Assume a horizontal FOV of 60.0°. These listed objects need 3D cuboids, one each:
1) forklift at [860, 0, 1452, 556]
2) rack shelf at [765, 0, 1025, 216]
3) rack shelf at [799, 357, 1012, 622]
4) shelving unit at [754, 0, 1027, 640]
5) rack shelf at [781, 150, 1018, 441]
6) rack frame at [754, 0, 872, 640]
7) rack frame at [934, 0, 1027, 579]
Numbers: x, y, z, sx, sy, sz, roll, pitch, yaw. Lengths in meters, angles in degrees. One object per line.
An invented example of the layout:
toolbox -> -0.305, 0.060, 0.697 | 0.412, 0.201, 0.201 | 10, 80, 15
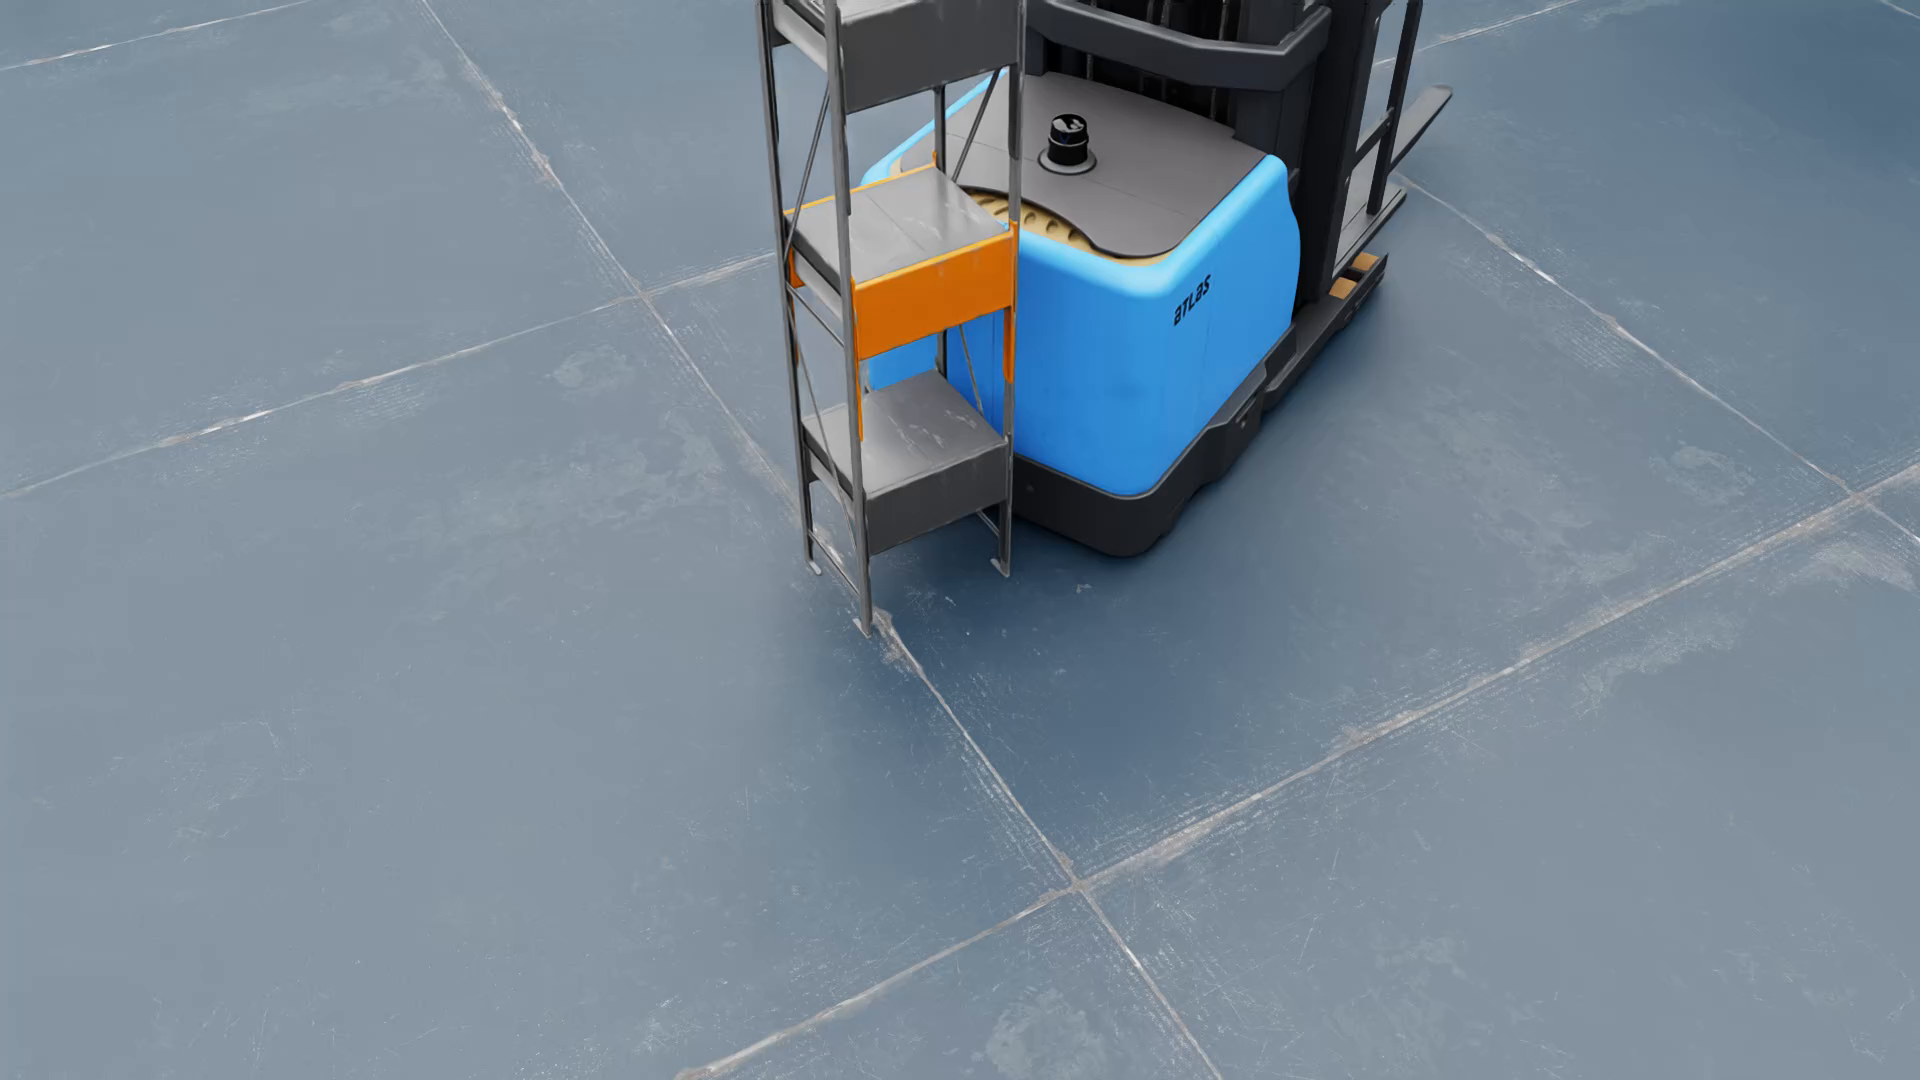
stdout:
forklift -> 0.921, -2.003, 5.209 | 1.130, 2.935, 3.031 | 24, 49, 23
rack shelf -> -0.165, -1.157, 3.949 | 0.480, 0.518, 0.431 | -23, 49, -22
rack shelf -> -0.165, -0.153, 4.924 | 0.480, 0.518, 0.431 | -23, 49, -22
shelving unit -> -0.165, -0.665, 4.427 | 0.503, 2.100, 0.431 | -23, 49, -22
rack shelf -> -0.165, -0.655, 4.437 | 0.480, 0.518, 0.431 | -23, 49, -22
rack frame -> -0.374, -0.576, 4.336 | 0.015, 2.100, 0.400 | -23, 49, -22
rack frame -> 0.043, -0.753, 4.519 | 0.015, 2.100, 0.400 | -23, 49, -22
